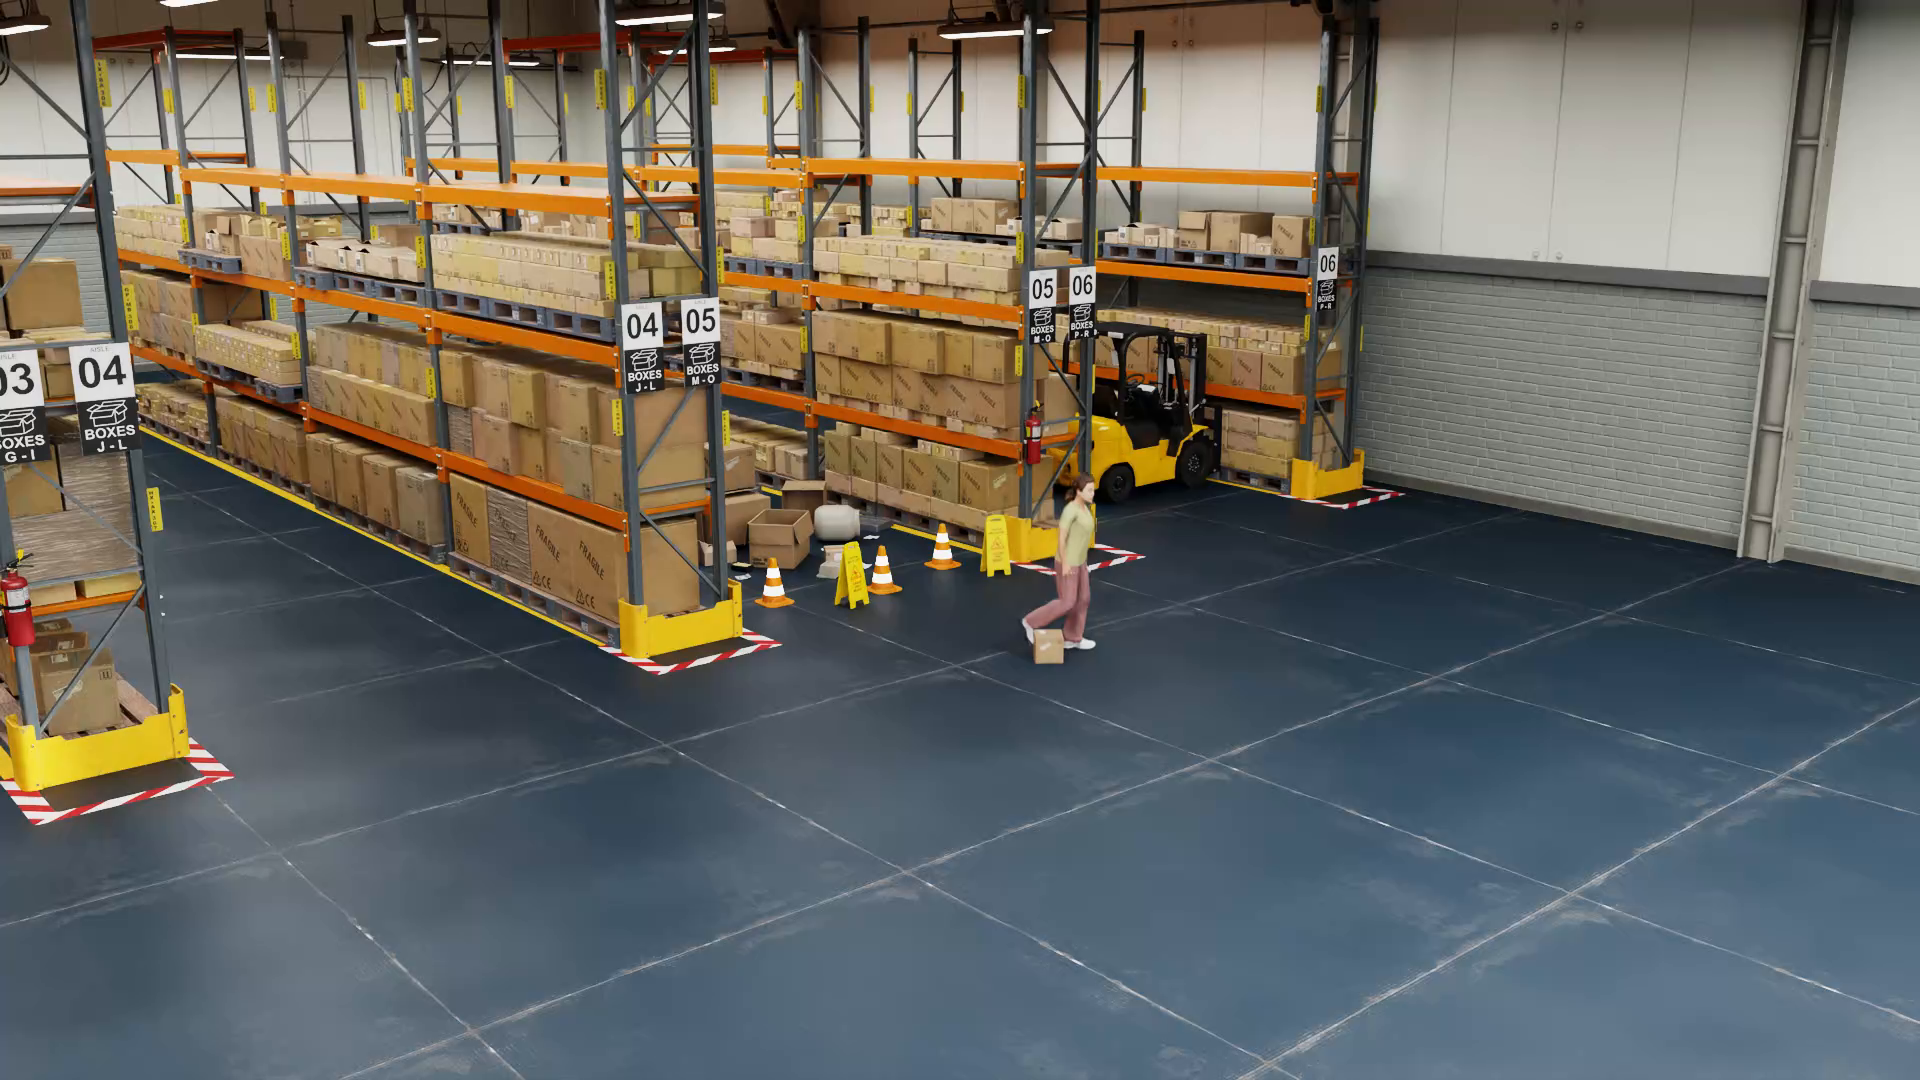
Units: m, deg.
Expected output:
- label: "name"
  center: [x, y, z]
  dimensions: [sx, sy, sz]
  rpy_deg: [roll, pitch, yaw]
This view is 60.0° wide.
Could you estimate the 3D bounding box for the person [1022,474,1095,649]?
- label: "person"
  center: [0.909, 0.199, 15.185]
  dimensions: [0.644, 1.654, 0.502]
  rpy_deg: [6, 16, 24]
